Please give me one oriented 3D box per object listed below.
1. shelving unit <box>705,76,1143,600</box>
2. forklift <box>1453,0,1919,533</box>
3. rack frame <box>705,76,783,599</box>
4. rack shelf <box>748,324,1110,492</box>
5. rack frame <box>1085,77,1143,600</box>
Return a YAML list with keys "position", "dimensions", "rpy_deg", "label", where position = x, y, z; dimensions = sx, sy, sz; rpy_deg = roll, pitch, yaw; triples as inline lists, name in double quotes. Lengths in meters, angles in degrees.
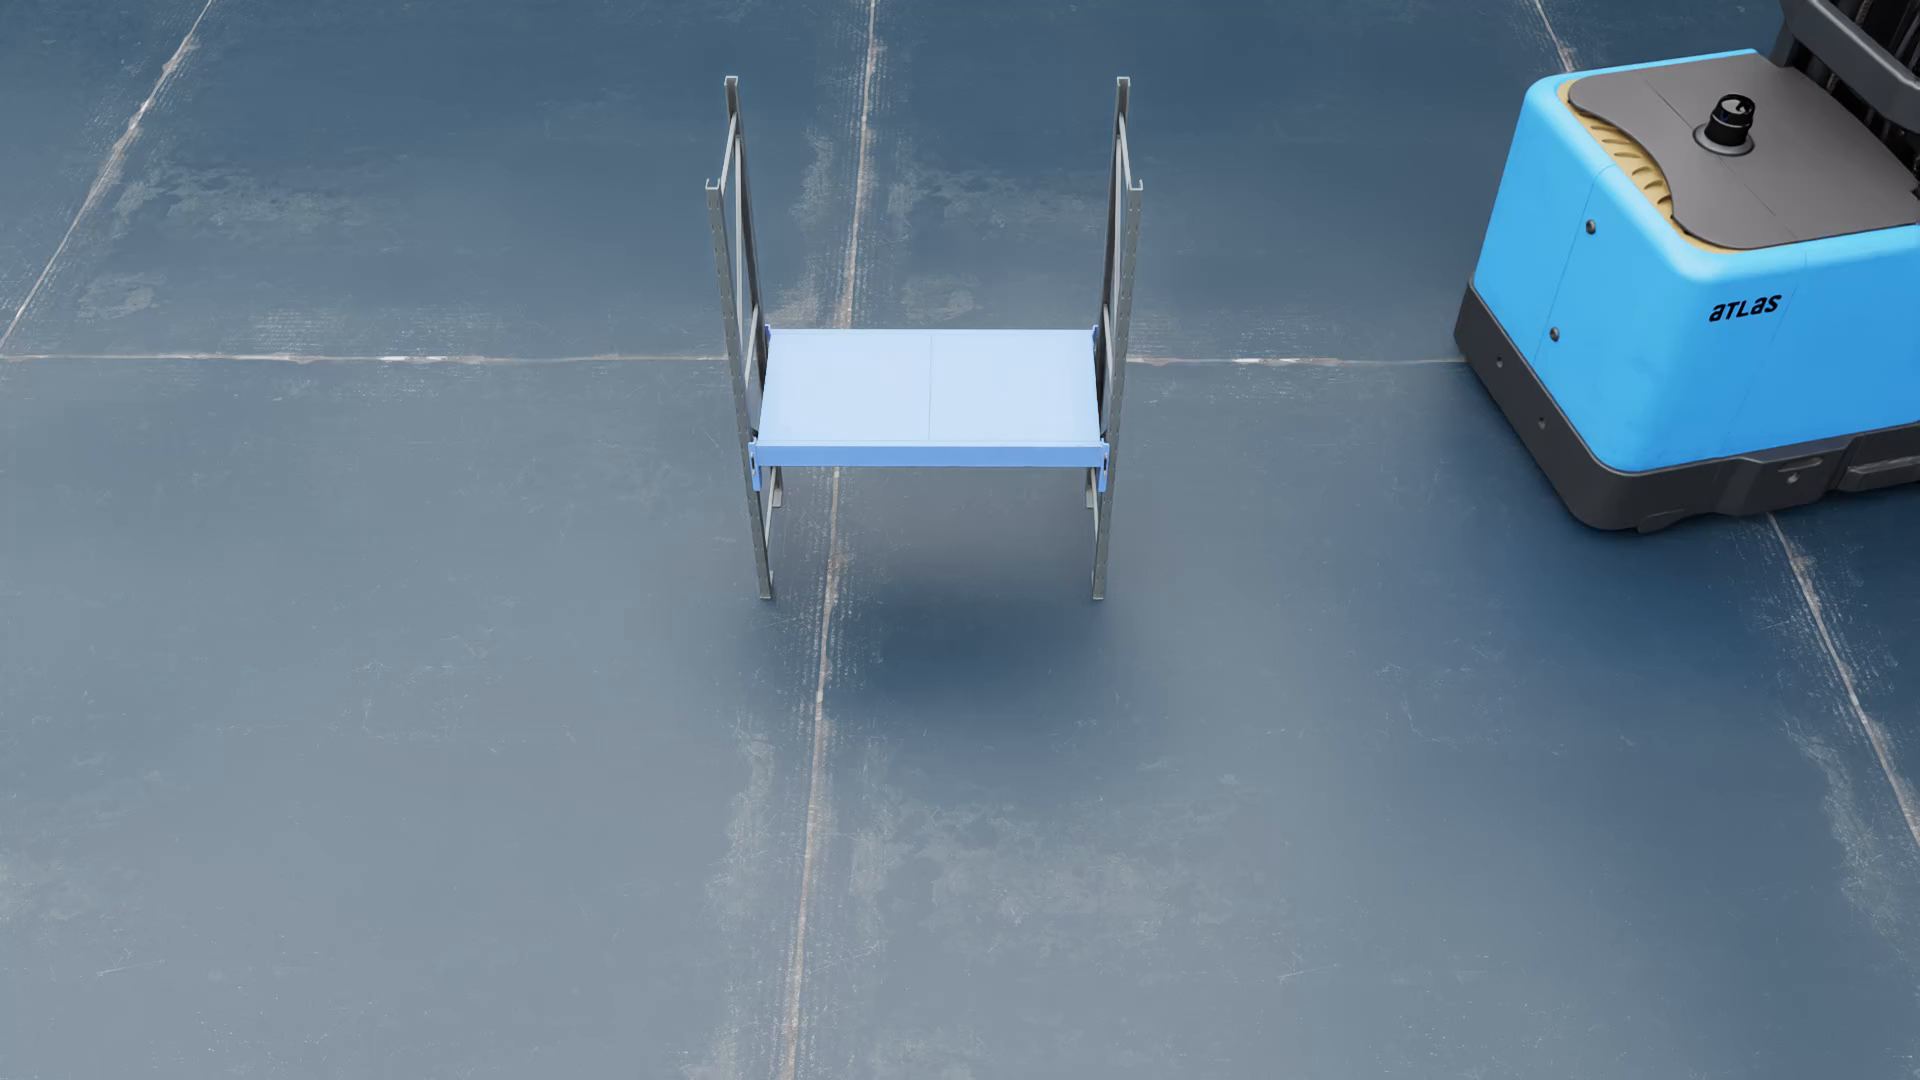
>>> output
- position: [-0.085, -0.511, 4.701]
  dimensions: [1.048, 1.500, 0.538]
  rpy_deg: [0, 47, 0]
  label: "shelving unit"
- position: [3.298, -1.596, 4.733]
  dimensions: [3.031, 2.935, 1.130]
  rpy_deg: [-10, 48, -9]
  label: "forklift"
- position: [-0.594, -0.513, 4.703]
  dimensions: [0.032, 1.500, 0.500]
  rpy_deg: [0, 47, 0]
  label: "rack frame"
- position: [-0.085, -0.389, 4.833]
  dimensions: [1.000, 0.185, 0.538]
  rpy_deg: [0, 47, 0]
  label: "rack shelf"
- position: [0.423, -0.510, 4.700]
  dimensions: [0.032, 1.500, 0.500]
  rpy_deg: [0, 47, 0]
  label: "rack frame"
